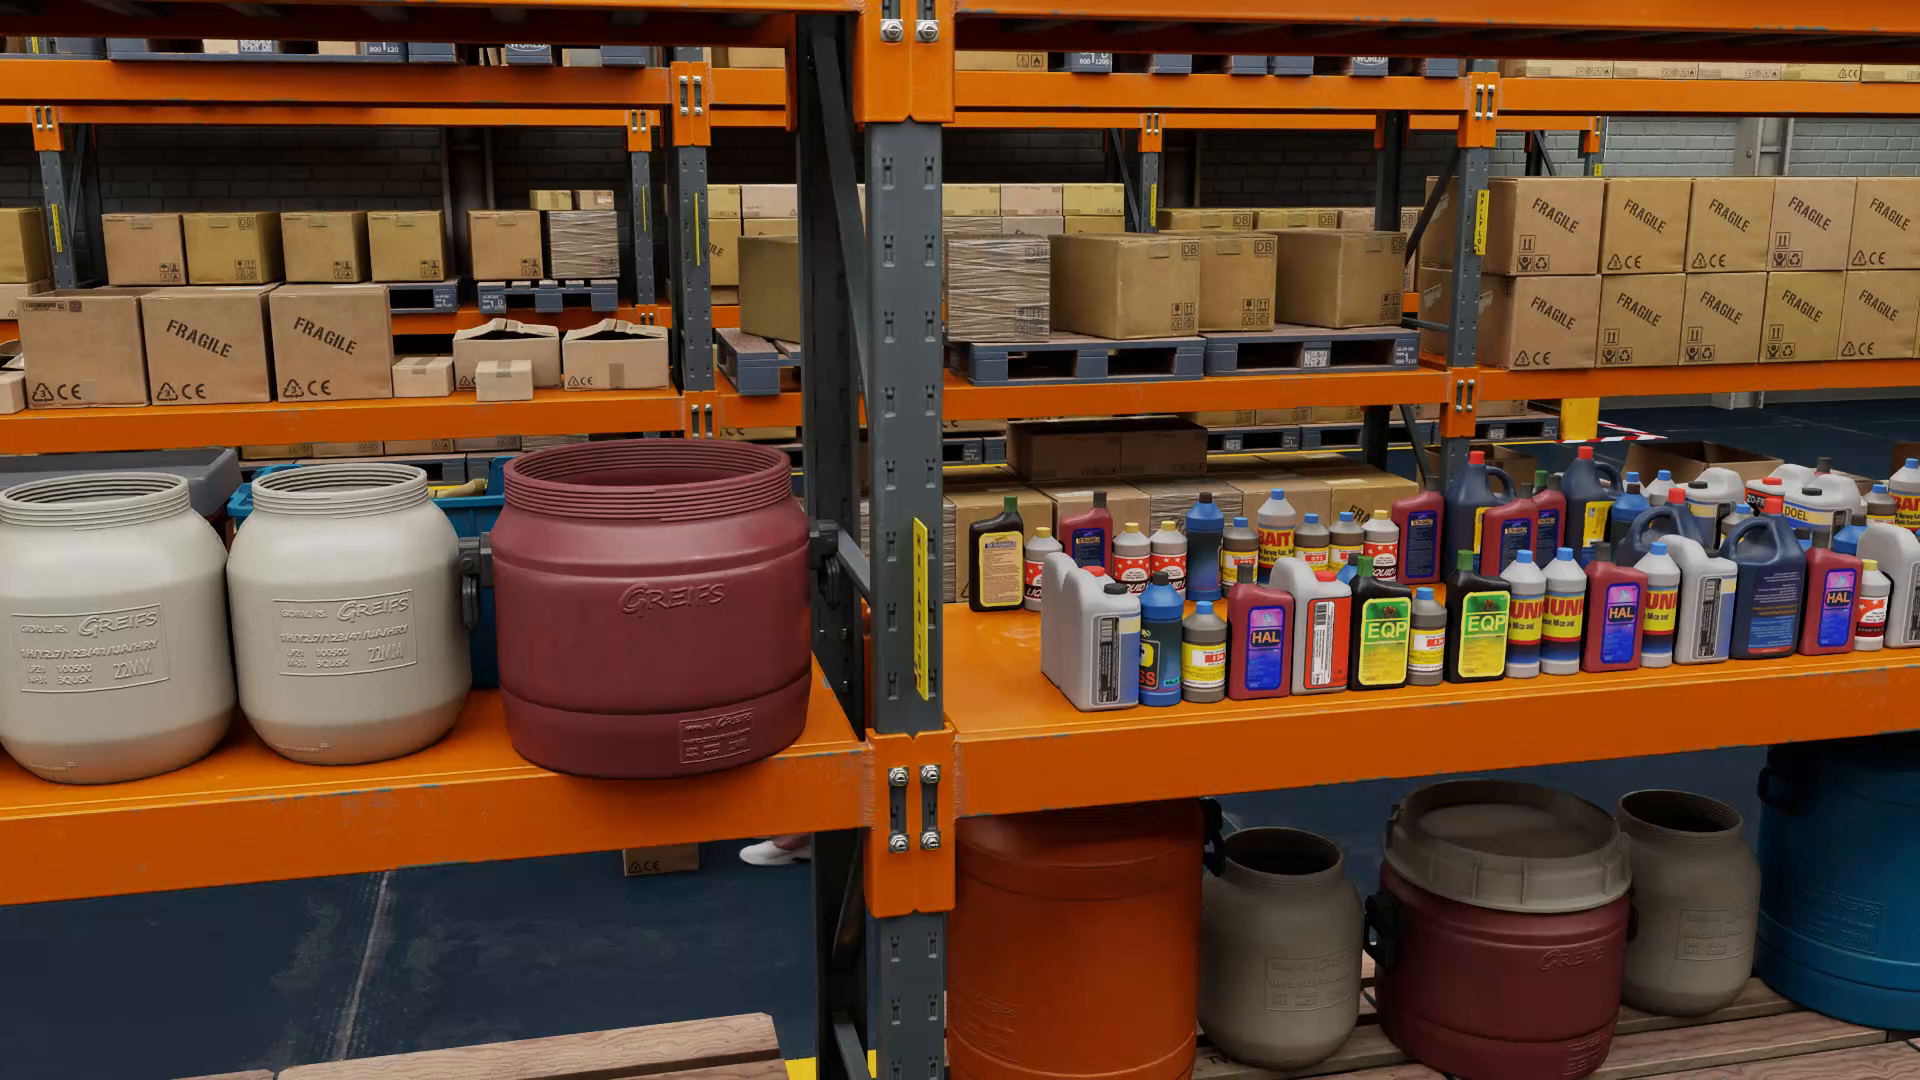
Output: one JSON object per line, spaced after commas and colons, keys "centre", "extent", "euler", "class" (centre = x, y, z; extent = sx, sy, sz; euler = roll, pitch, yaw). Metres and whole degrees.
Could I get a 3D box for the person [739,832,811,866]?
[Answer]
{"centre": [-0.654, 0.486, 5.761], "extent": [0.696, 1.275, 0.511], "euler": [-3, 13, -13], "class": "person"}
